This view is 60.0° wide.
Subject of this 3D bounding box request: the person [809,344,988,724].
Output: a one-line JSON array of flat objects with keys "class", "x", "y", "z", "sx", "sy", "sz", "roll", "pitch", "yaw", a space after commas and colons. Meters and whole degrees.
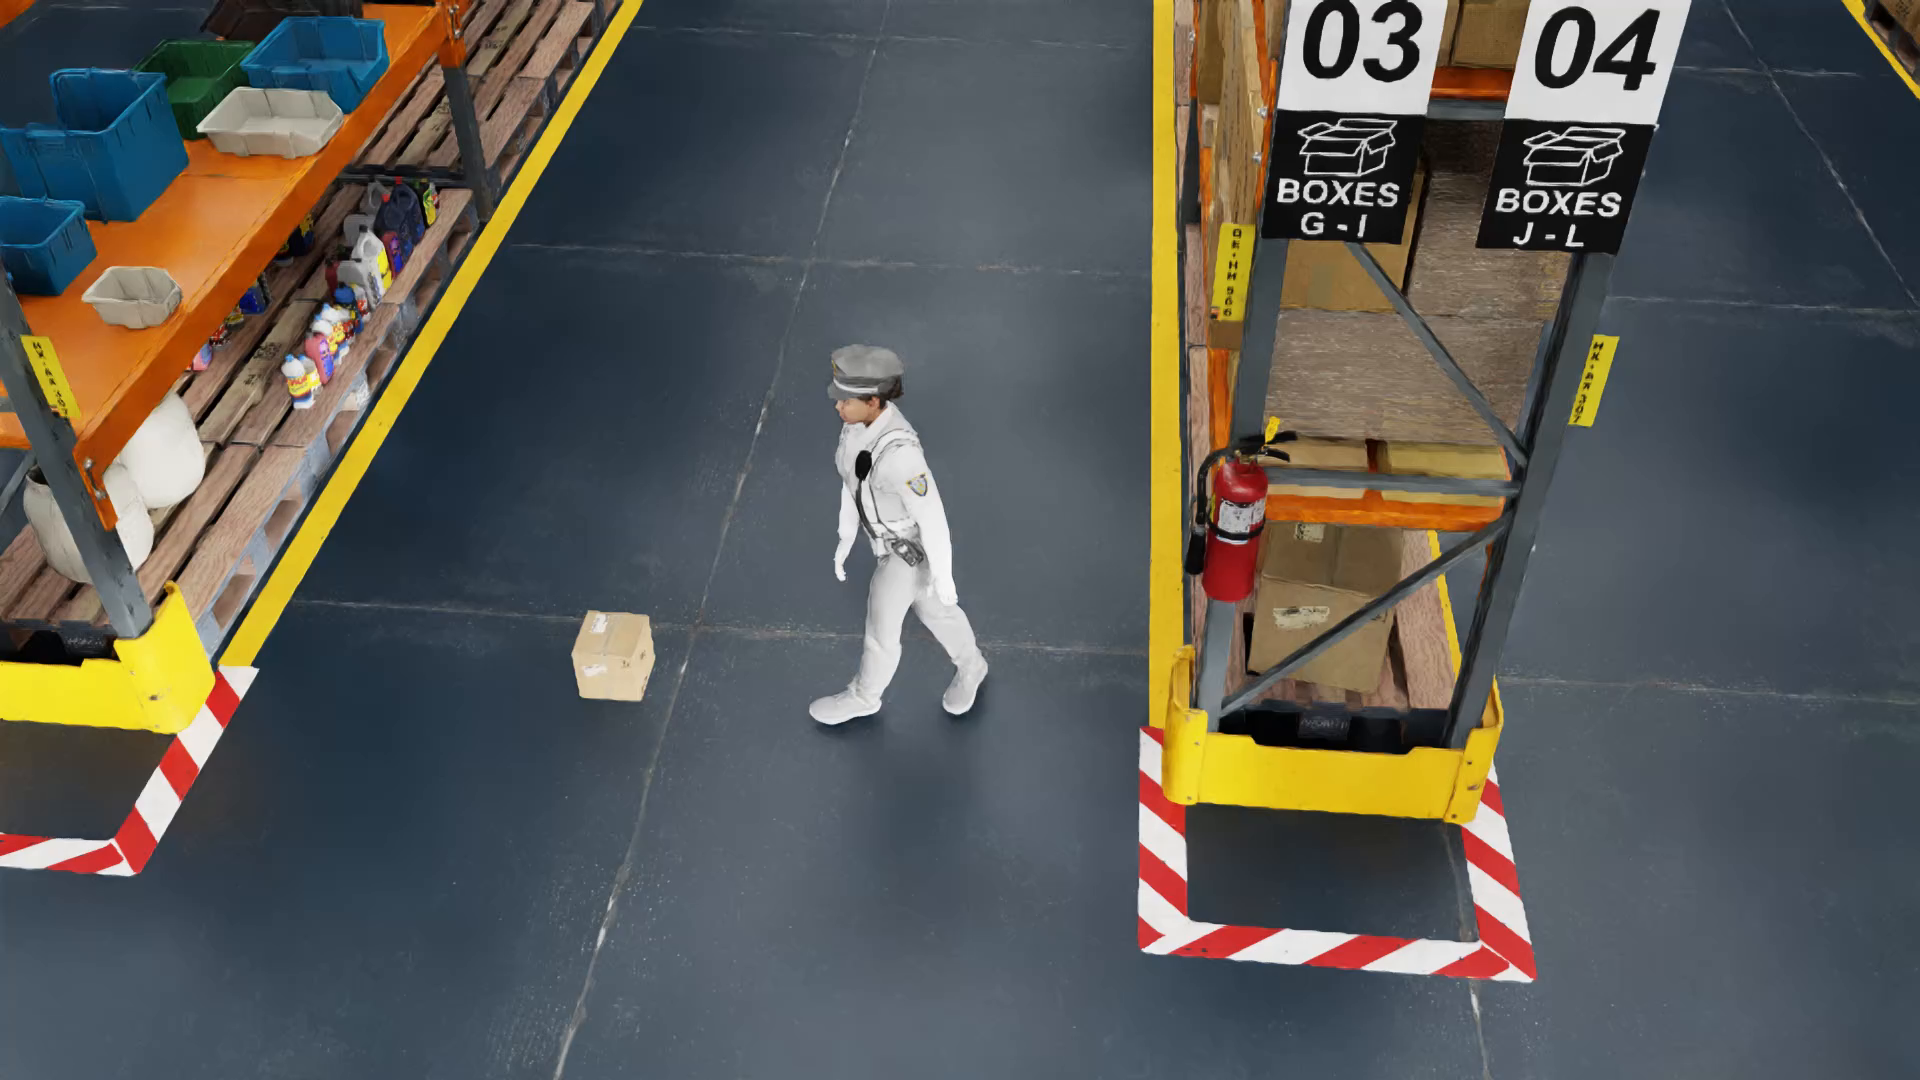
[{"class": "person", "x": -0.231, "y": 0.022, "z": 6.110, "sx": 0.744, "sy": 1.640, "sz": 0.523, "roll": -11, "pitch": 41, "yaw": -12}]
